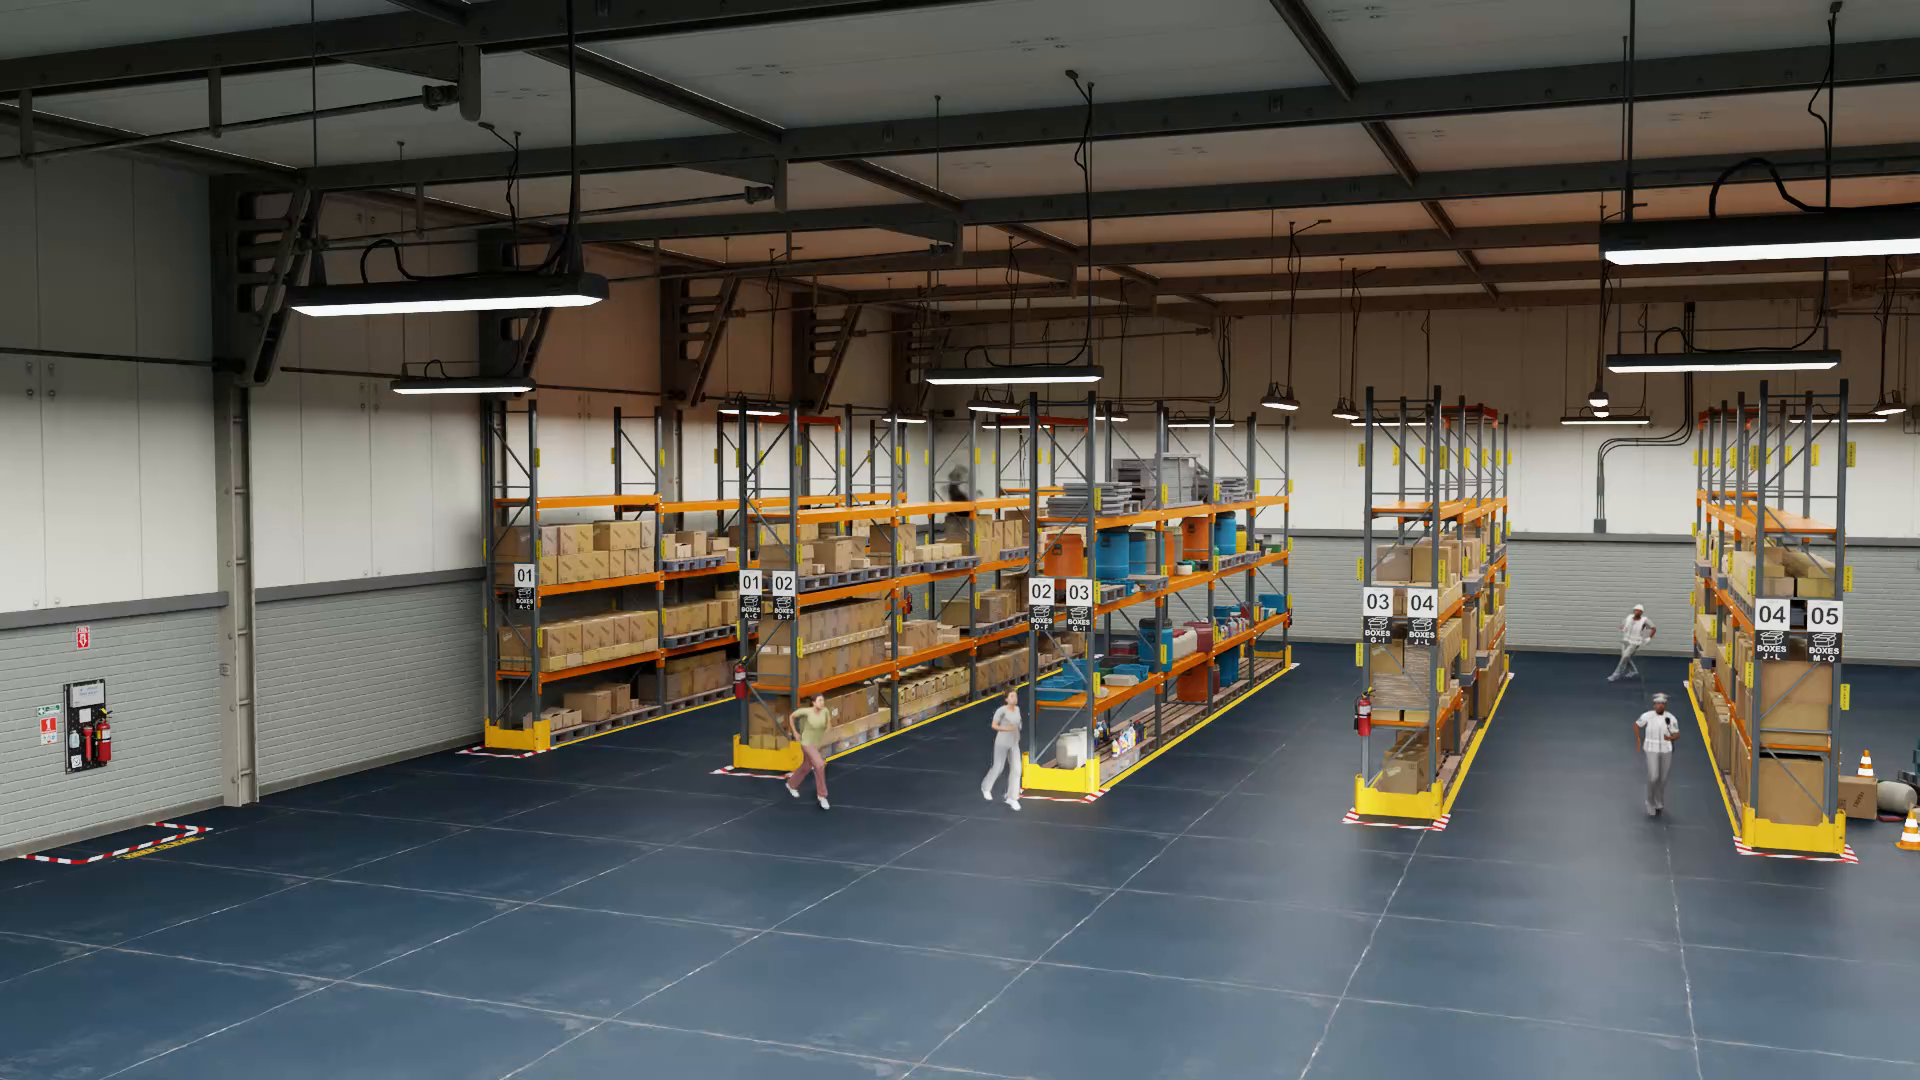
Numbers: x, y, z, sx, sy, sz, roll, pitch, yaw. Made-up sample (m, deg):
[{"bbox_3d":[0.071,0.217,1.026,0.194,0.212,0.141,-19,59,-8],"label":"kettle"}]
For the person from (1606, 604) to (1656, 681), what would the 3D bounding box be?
[{"bbox_3d":[15.014,2.300,37.181,0.868,1.735,0.671,-1,3,-27],"label":"person"}]

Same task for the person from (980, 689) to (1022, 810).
[{"bbox_3d":[0.675,2.981,23.974,0.577,1.693,0.873,-2,3,-32],"label":"person"}]

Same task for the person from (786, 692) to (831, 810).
[{"bbox_3d":[-2.185,3.002,24.009,0.986,1.675,0.578,3,4,43],"label":"person"}]

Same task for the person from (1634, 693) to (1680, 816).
[{"bbox_3d":[9.801,3.010,23.361,0.543,1.741,0.725,0,3,10],"label":"person"}]
